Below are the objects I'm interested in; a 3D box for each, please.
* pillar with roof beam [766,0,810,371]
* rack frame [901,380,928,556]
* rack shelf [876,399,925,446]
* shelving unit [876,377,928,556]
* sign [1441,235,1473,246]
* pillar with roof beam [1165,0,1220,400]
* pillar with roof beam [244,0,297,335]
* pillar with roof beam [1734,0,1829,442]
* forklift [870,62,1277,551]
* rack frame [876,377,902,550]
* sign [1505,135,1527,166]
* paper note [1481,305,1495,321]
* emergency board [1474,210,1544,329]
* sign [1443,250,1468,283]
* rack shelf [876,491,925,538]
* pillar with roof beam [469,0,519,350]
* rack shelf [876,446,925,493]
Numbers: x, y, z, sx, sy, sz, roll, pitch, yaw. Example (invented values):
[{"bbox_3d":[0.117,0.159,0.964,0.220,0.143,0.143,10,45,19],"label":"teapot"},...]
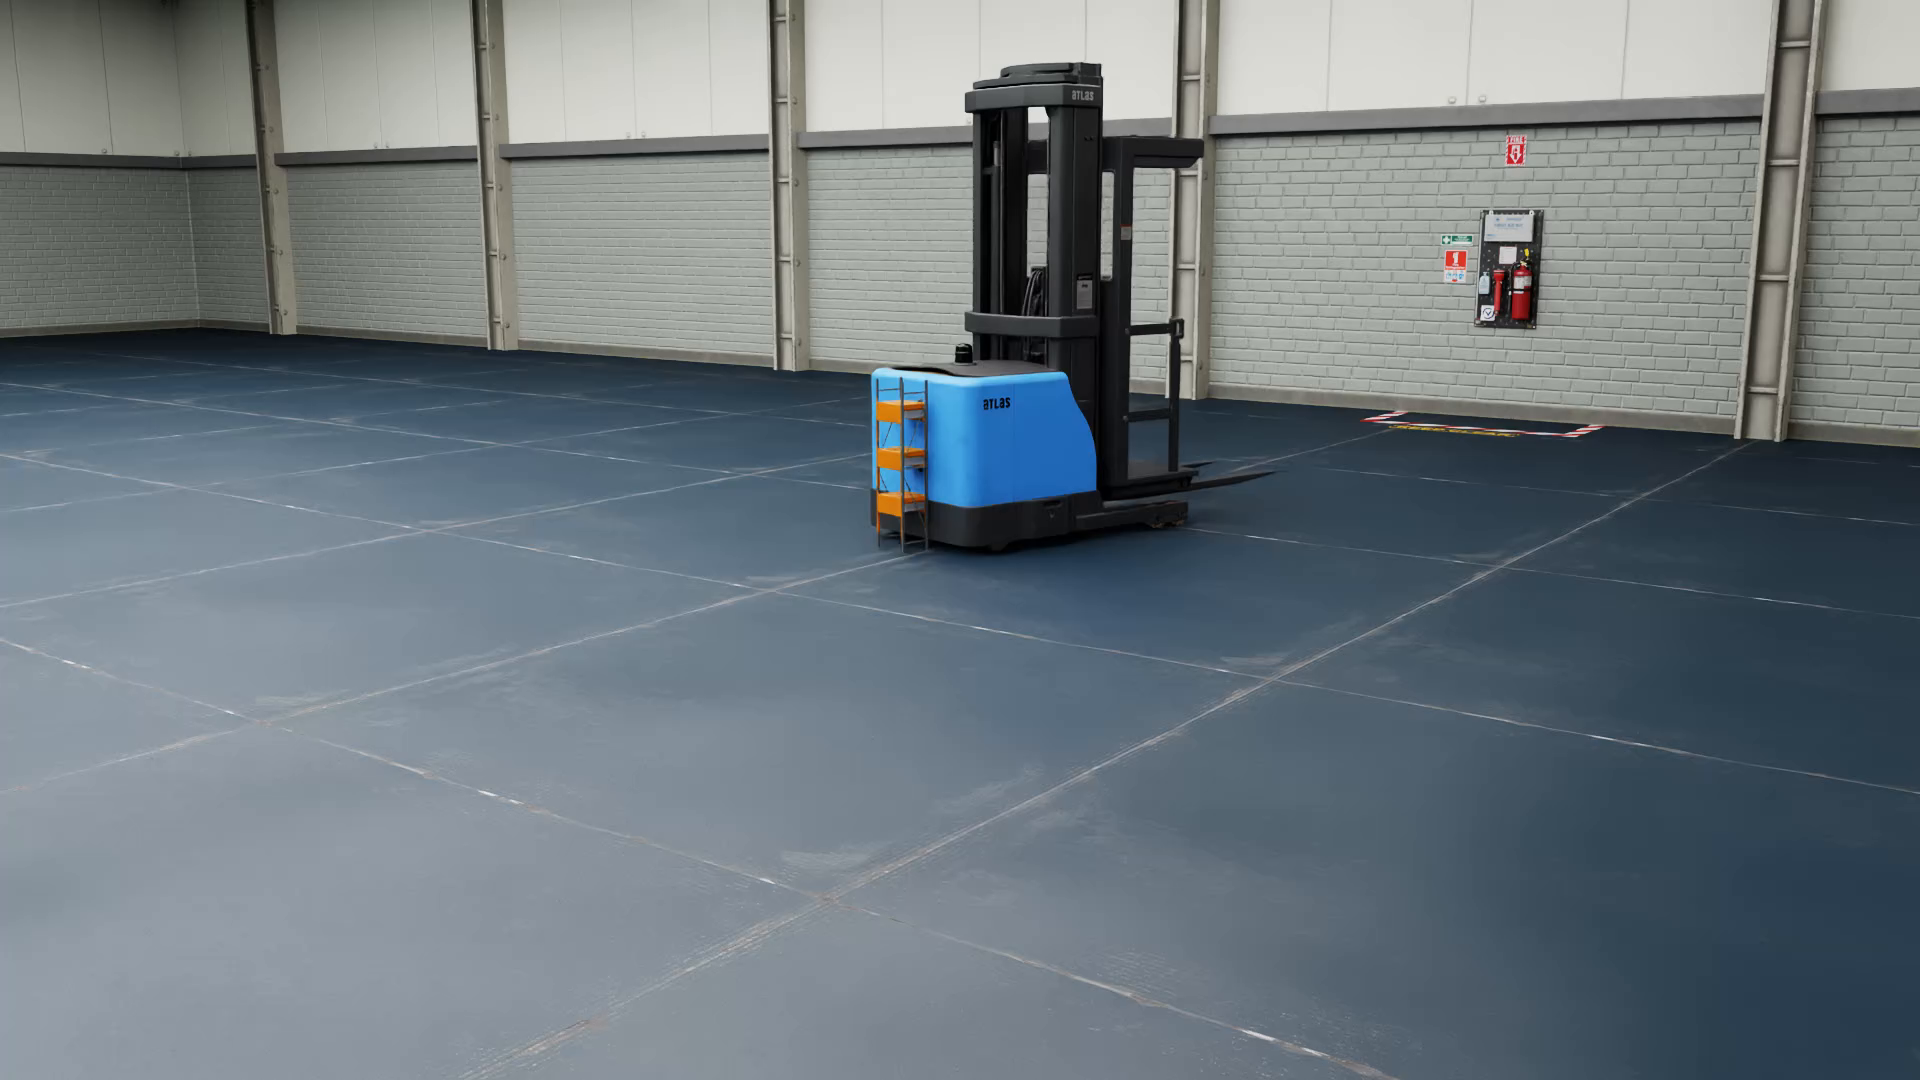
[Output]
[{"bbox_3d":[-4.806,-6.051,18.113,0.400,9.000,9.100,8,13,36],"label":"pillar with roof beam"},{"bbox_3d":[-0.272,-0.433,10.004,0.200,1.050,0.008,-9,14,-39],"label":"rack frame"},{"bbox_3d":[-0.351,-0.719,10.044,0.215,0.259,0.240,-9,14,-39],"label":"rack shelf"},{"bbox_3d":[-0.351,-0.451,10.095,0.215,1.050,0.252,-9,14,-39],"label":"shelving unit"},{"bbox_3d":[5.058,-3.053,16.922,0.331,0.109,0.001,8,13,36],"label":"sign"},{"bbox_3d":[0.030,-5.376,14.627,0.400,9.000,9.100,8,13,36],"label":"pillar with roof beam"},{"bbox_3d":[-14.478,-7.400,25.087,0.400,9.000,9.100,8,13,36],"label":"pillar with roof beam"},{"bbox_3d":[4.866,-4.701,11.140,0.400,9.000,9.100,8,13,36],"label":"pillar with roof beam"},{"bbox_3d":[0.886,-1.577,10.966,3.031,2.935,1.130,-9,14,-39],"label":"forklift"},{"bbox_3d":[-0.430,-0.468,10.187,0.200,1.050,0.008,-9,14,-39],"label":"rack frame"},{"bbox_3d":[5.497,-3.853,16.446,0.199,0.298,0.001,8,13,36],"label":"sign"},{"bbox_3d":[5.343,-2.297,16.824,0.142,0.148,0.016,8,13,36],"label":"paper note"},{"bbox_3d":[5.445,-2.699,16.583,0.643,1.169,0.194,8,13,36],"label":"emergency board"},{"bbox_3d":[5.060,-2.794,16.982,0.234,0.329,0.001,8,13,36],"label":"sign"},{"bbox_3d":[-0.351,-0.167,10.150,0.215,0.259,0.240,-9,14,-39],"label":"rack shelf"},{"bbox_3d":[-9.642,-6.725,21.600,0.400,9.000,9.100,8,13,36],"label":"pillar with roof beam"},{"bbox_3d":[-0.351,-0.440,10.097,0.215,0.259,0.240,-9,14,-39],"label":"rack shelf"}]
